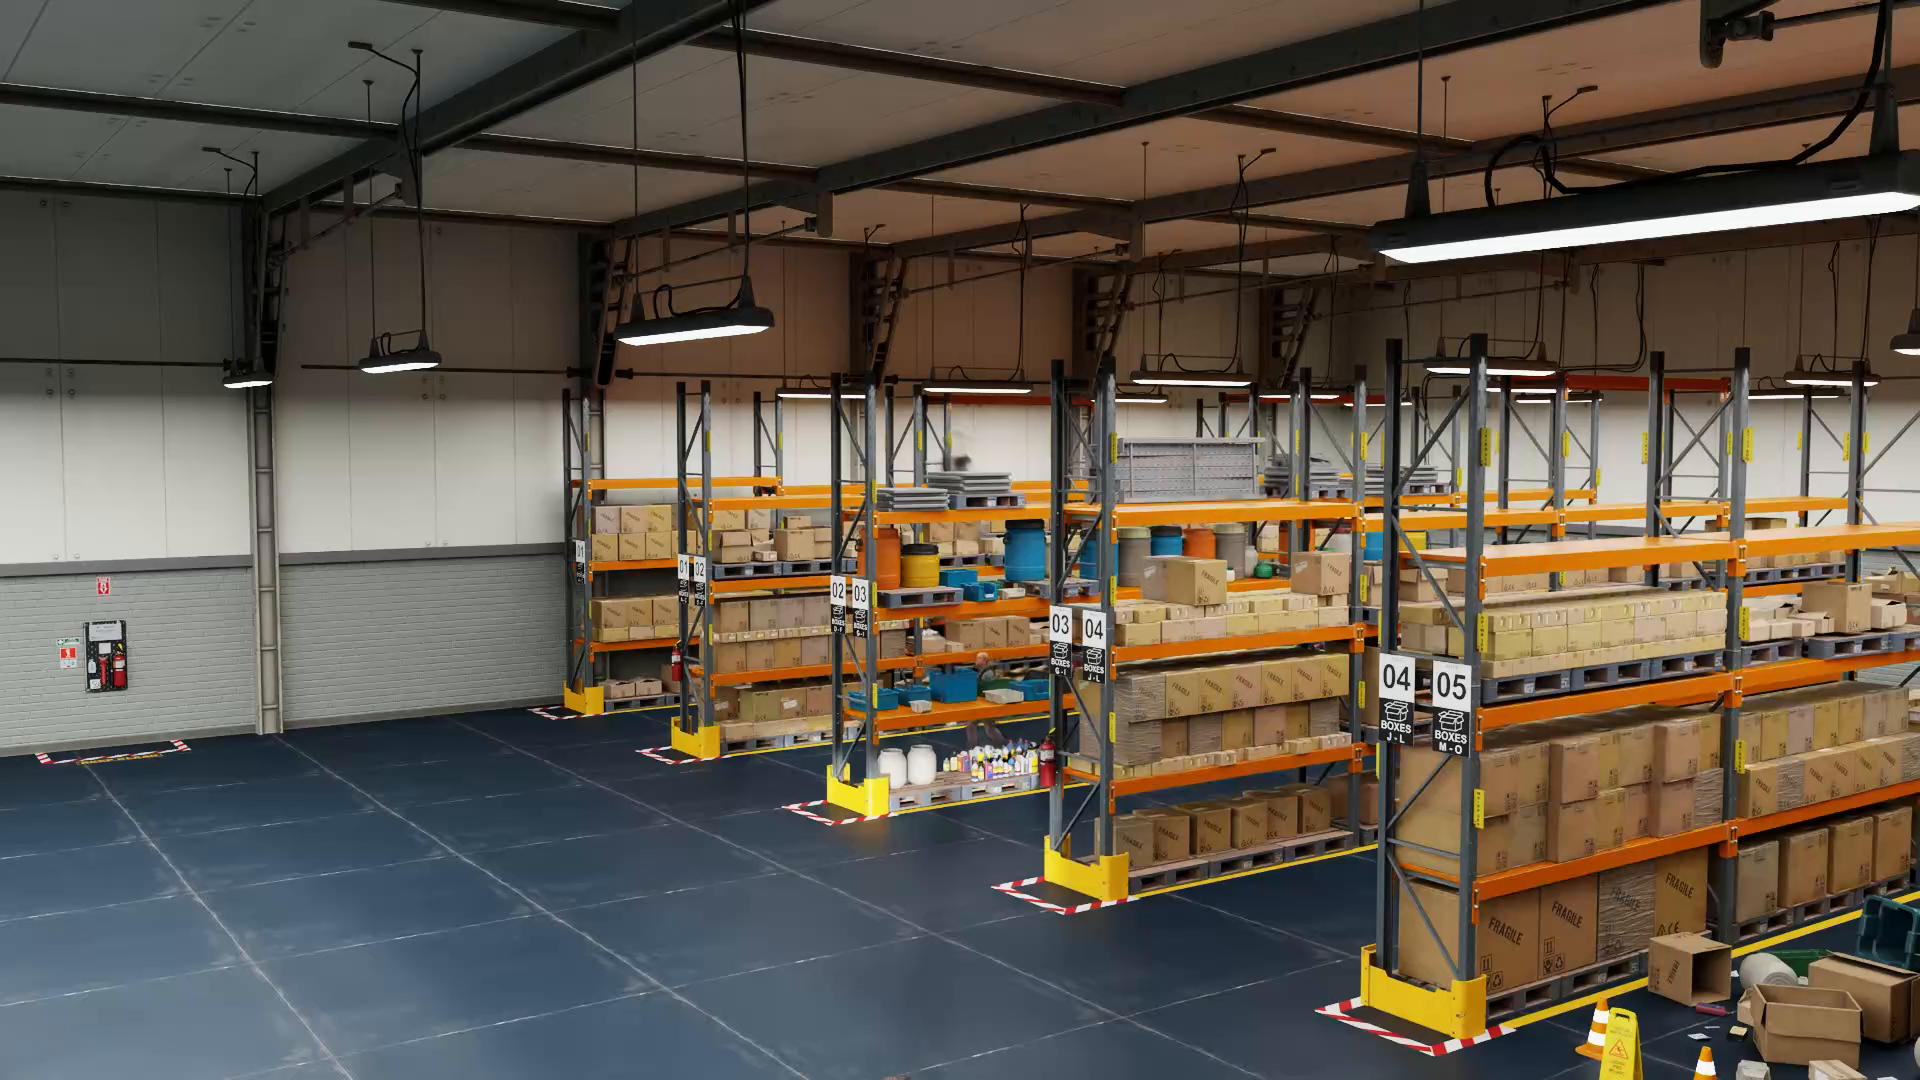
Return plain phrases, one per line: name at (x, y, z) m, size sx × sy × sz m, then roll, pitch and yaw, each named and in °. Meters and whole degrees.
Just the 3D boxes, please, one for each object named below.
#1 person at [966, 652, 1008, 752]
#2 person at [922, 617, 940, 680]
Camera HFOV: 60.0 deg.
person at (0.402, 2.630, 26.073) m, size 0.834 × 1.758 × 0.649 m, roll -2°, pitch 4°, yaw -33°
person at (-0.650, 2.279, 32.108) m, size 0.539 × 1.646 × 0.567 m, roll -3°, pitch 5°, yaw -41°
